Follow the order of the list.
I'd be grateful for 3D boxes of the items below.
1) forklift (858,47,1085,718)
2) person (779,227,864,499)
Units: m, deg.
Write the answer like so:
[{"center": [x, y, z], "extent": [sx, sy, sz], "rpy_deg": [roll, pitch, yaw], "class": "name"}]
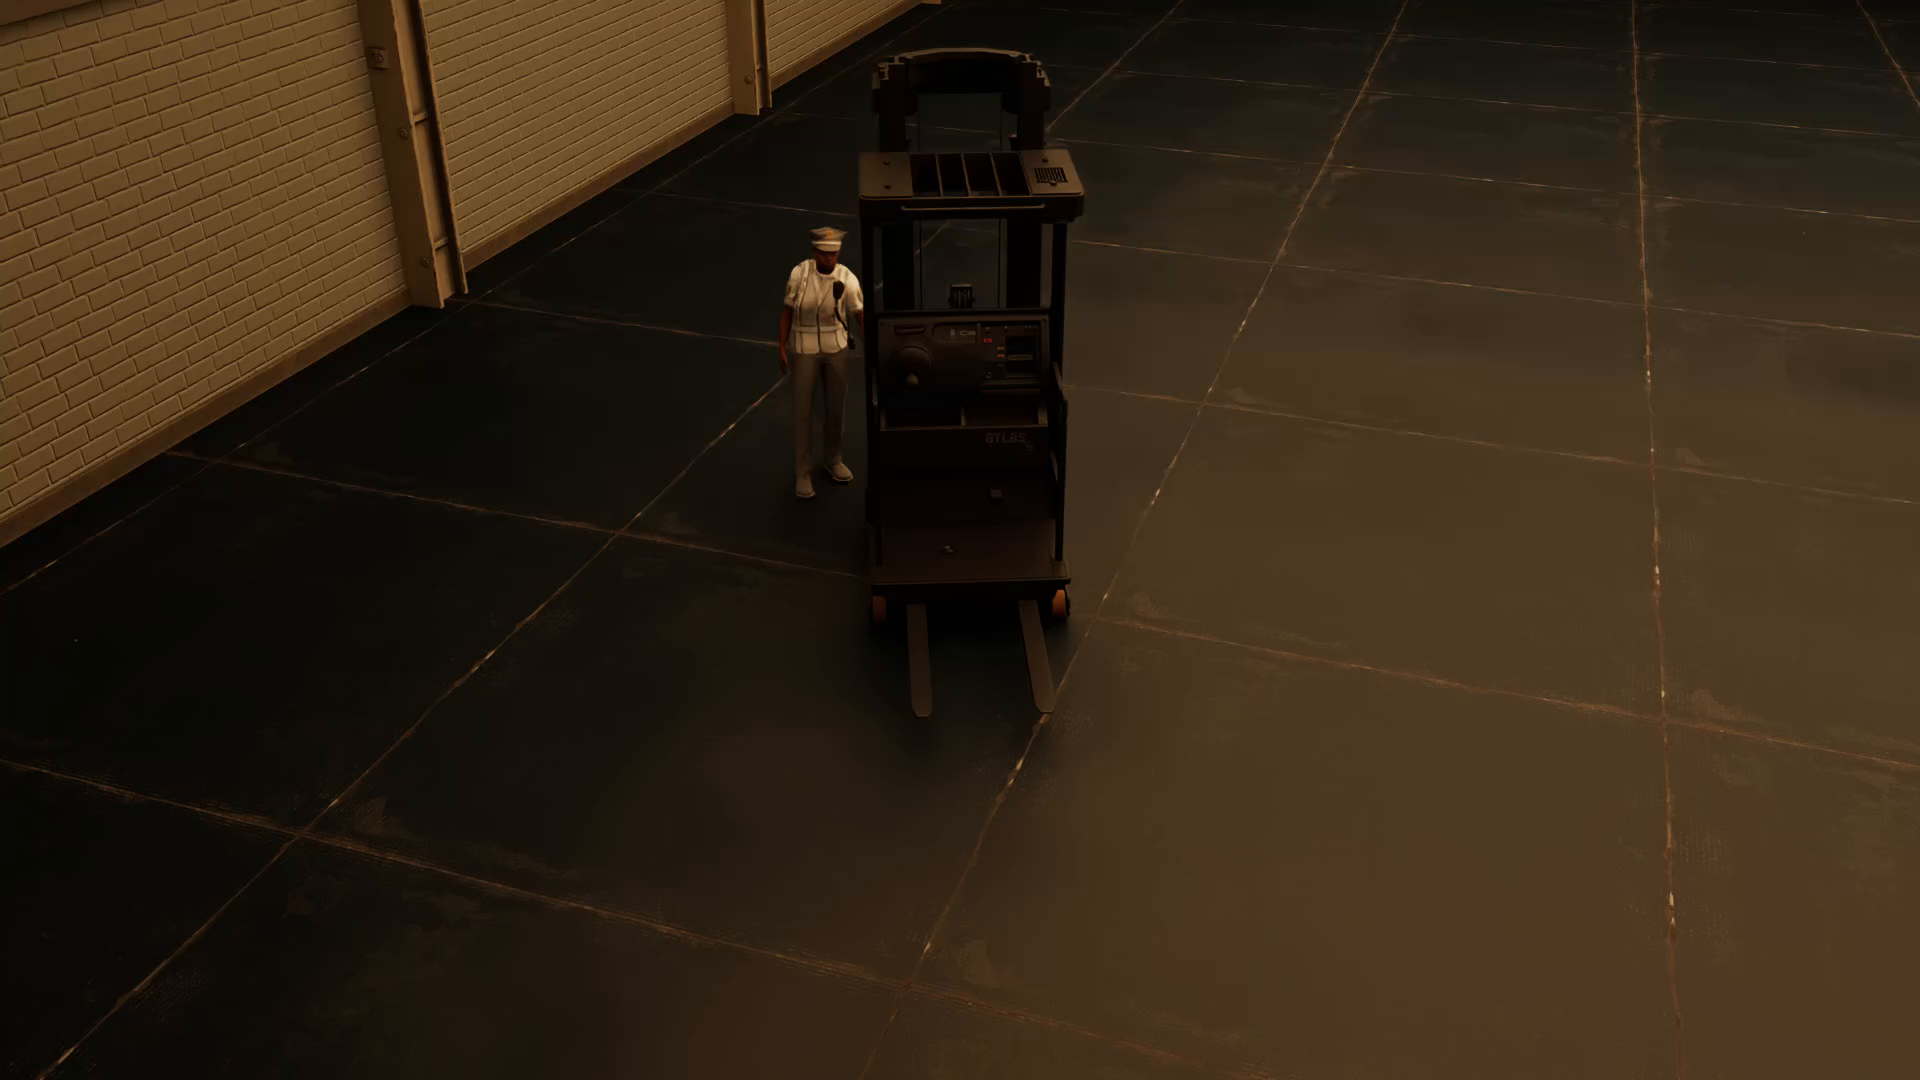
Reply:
[{"center": [0.035, -0.972, 8.842], "extent": [1.130, 2.935, 3.031], "rpy_deg": [-2, 30, -3], "class": "forklift"}, {"center": [-0.826, -1.123, 10.384], "extent": [0.616, 1.680, 0.587], "rpy_deg": [-2, 30, -3], "class": "person"}]
